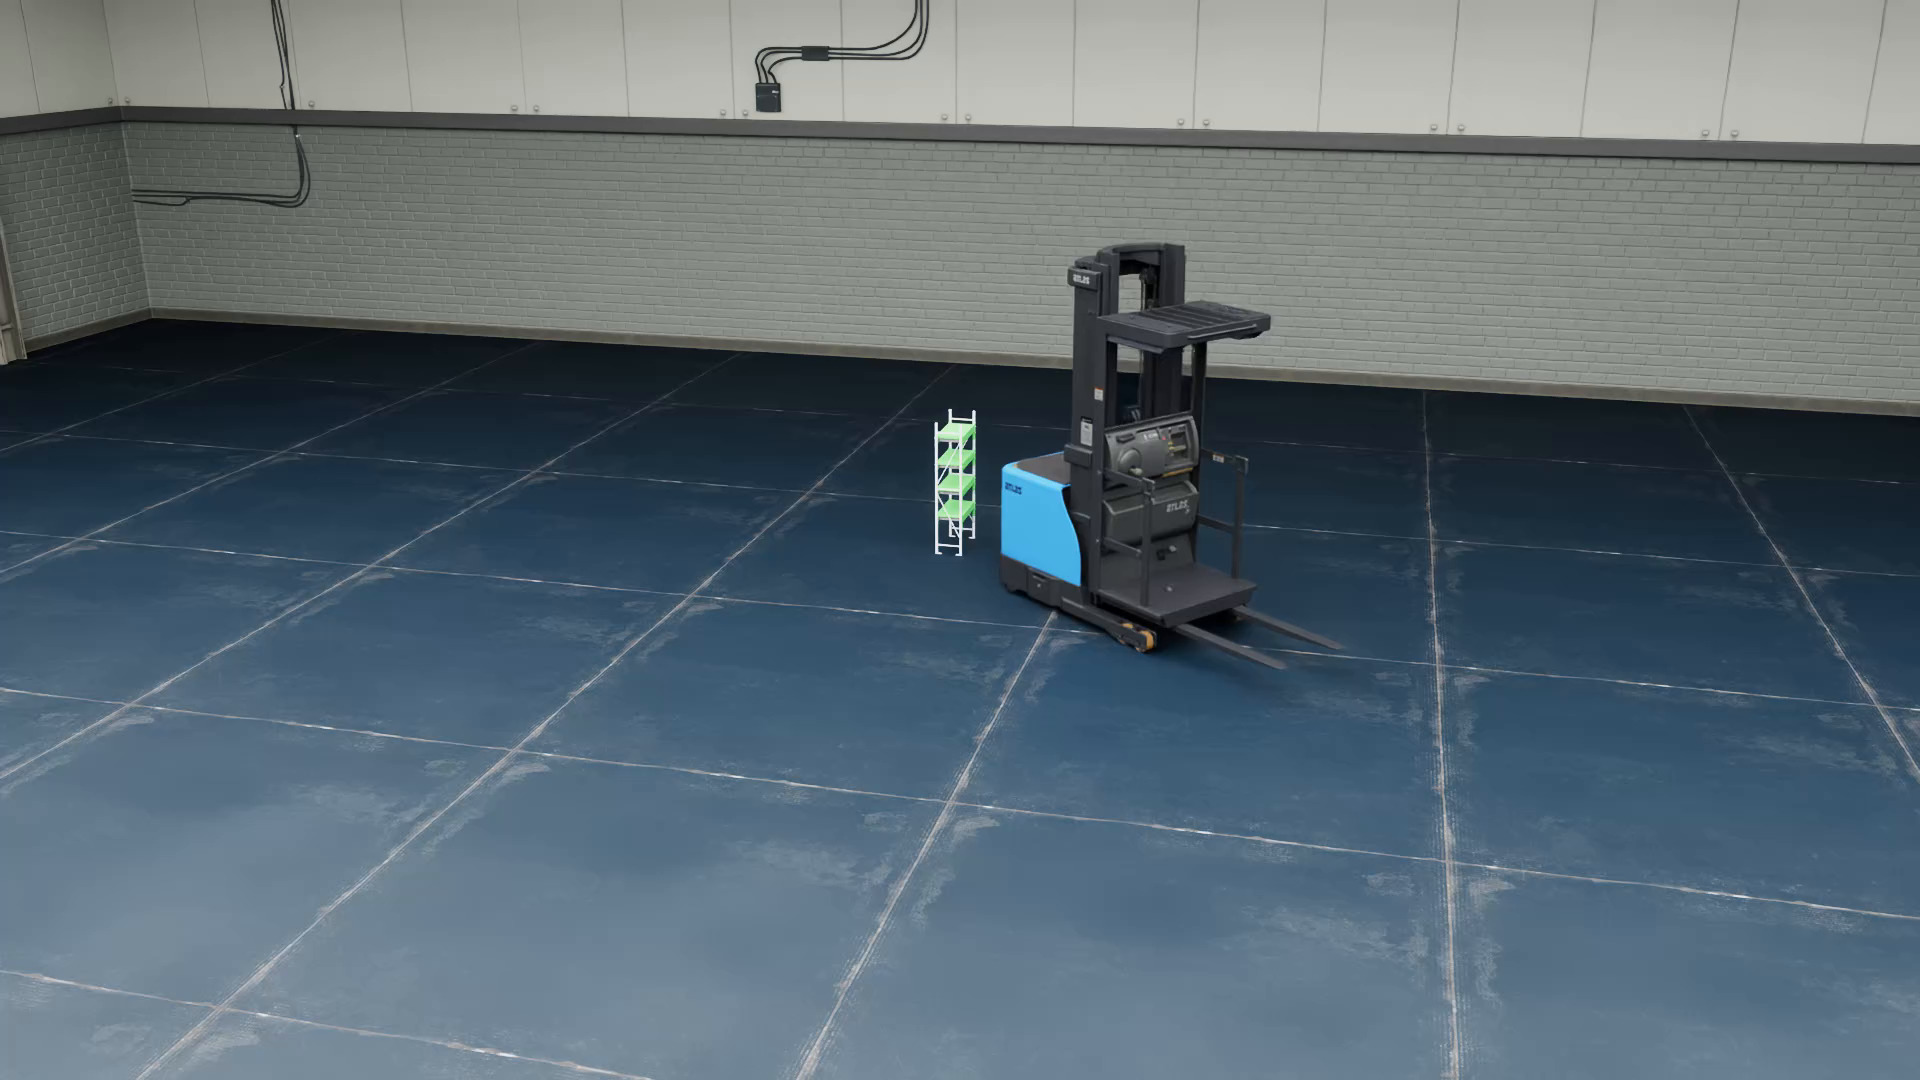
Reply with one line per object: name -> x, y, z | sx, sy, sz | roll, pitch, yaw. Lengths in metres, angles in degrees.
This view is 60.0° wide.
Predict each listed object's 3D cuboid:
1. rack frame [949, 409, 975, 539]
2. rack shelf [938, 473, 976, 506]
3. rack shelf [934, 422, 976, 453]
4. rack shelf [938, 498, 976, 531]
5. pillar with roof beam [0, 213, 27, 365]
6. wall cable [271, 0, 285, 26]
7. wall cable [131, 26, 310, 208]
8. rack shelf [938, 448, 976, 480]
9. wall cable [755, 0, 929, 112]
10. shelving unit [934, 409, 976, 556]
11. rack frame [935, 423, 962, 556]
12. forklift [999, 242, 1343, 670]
rack frame -> 0.019, -0.592, 15.066 | 0.240, 1.200, 0.015 | 5, 19, 13
rack shelf -> -0.040, -0.455, 14.862 | 0.258, 0.148, 0.480 | 5, 19, 13
rack shelf -> -0.040, -0.910, 14.707 | 0.258, 0.148, 0.480 | 5, 19, 13
rack shelf -> -0.040, -0.228, 14.940 | 0.258, 0.148, 0.480 | 5, 19, 13
pillar with roof beam -> -8.547, -6.310, 19.739 | 9.100, 9.000, 0.400 | 5, 19, 13
wall cable -> -8.096, -8.176, 22.192 | 3.097, 2.526, 0.112 | 5, 19, 13
wall cable -> -10.719, -5.999, 23.634 | 3.097, 2.526, 0.112 | 5, 19, 13
rack shelf -> -0.040, -0.683, 14.785 | 0.258, 0.148, 0.480 | 5, 19, 13
wall cable -> -1.517, -8.324, 20.373 | 2.305, 6.003, 0.169 | 5, 19, 13
shelving unit -> -0.040, -0.516, 14.842 | 0.258, 1.200, 0.503 | 5, 19, 13
rack frame -> -0.100, -0.439, 14.618 | 0.240, 1.200, 0.015 | 5, 19, 13
forklift -> 1.625, -0.712, 12.737 | 1.130, 2.935, 3.031 | -14, 23, -35
